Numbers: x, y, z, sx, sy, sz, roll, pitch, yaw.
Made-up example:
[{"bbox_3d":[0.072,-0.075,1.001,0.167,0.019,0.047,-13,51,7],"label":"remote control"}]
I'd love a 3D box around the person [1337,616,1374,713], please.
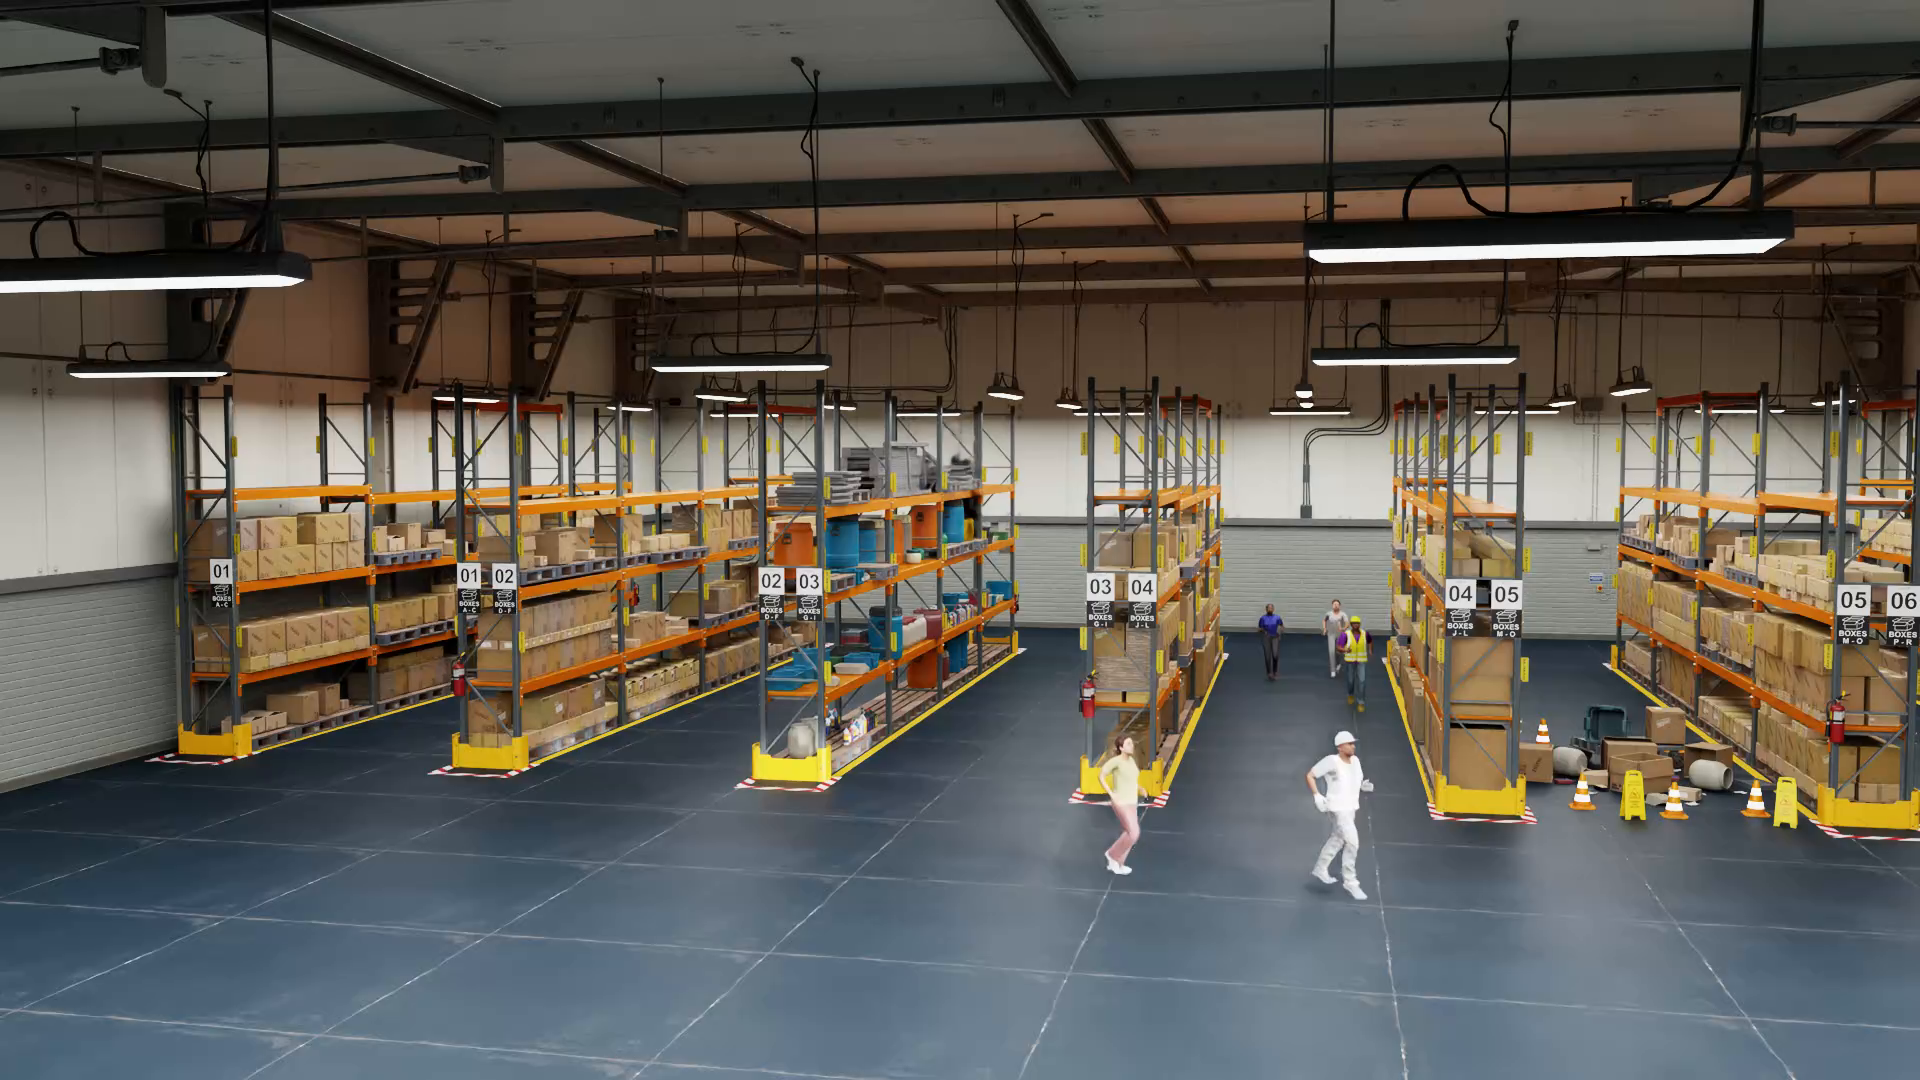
[{"bbox_3d":[7.508,2.324,31.565,0.692,1.774,0.975,0,3,8],"label":"person"}]

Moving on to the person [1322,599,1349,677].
[{"bbox_3d":[8.212,2.121,36.360,0.585,1.654,0.936,1,3,15],"label":"person"}]

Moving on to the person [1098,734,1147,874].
[{"bbox_3d":[1.937,3.091,19.418,0.494,1.643,0.561,3,4,42],"label":"person"}]

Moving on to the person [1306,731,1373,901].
[{"bbox_3d":[4.283,3.056,18.672,0.790,1.836,0.690,3,4,44],"label":"person"}]

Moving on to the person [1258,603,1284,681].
[{"bbox_3d":[6.672,2.191,35.694,0.548,1.662,0.681,1,3,13],"label":"person"}]
